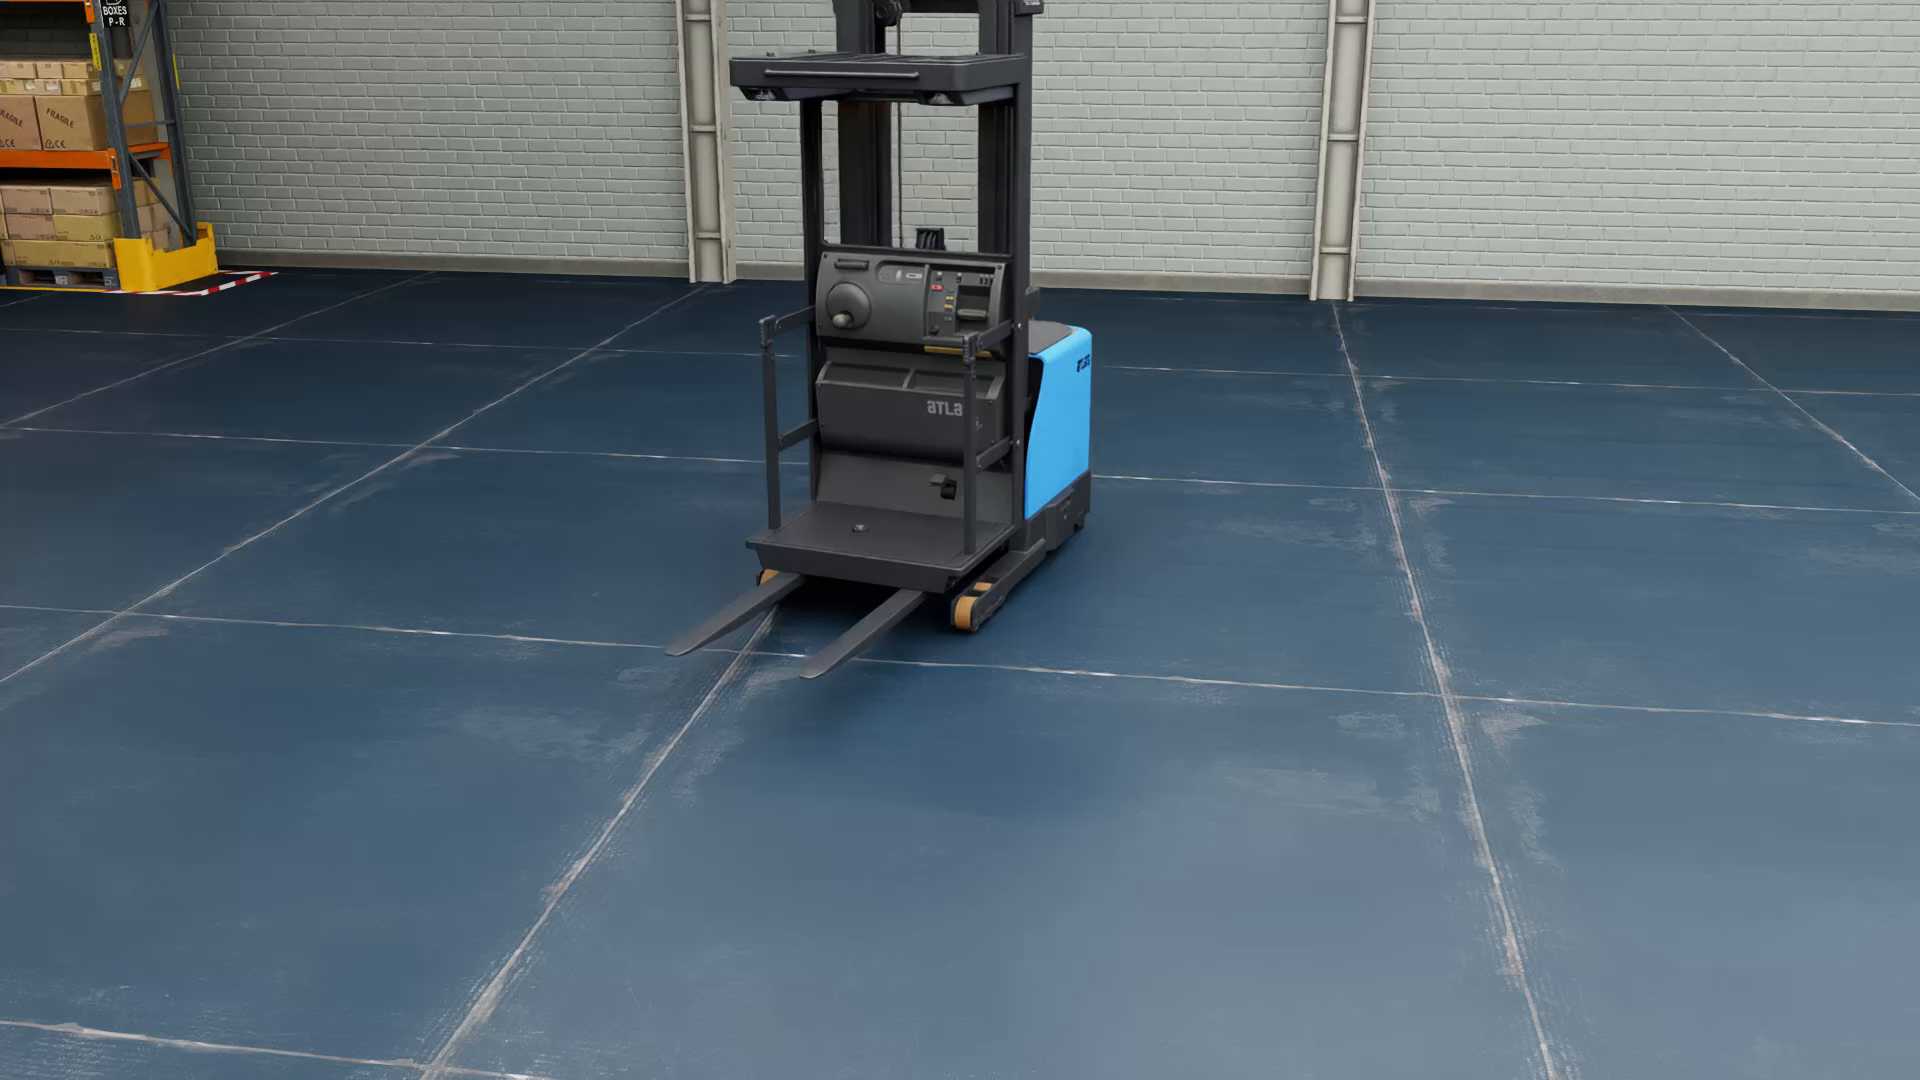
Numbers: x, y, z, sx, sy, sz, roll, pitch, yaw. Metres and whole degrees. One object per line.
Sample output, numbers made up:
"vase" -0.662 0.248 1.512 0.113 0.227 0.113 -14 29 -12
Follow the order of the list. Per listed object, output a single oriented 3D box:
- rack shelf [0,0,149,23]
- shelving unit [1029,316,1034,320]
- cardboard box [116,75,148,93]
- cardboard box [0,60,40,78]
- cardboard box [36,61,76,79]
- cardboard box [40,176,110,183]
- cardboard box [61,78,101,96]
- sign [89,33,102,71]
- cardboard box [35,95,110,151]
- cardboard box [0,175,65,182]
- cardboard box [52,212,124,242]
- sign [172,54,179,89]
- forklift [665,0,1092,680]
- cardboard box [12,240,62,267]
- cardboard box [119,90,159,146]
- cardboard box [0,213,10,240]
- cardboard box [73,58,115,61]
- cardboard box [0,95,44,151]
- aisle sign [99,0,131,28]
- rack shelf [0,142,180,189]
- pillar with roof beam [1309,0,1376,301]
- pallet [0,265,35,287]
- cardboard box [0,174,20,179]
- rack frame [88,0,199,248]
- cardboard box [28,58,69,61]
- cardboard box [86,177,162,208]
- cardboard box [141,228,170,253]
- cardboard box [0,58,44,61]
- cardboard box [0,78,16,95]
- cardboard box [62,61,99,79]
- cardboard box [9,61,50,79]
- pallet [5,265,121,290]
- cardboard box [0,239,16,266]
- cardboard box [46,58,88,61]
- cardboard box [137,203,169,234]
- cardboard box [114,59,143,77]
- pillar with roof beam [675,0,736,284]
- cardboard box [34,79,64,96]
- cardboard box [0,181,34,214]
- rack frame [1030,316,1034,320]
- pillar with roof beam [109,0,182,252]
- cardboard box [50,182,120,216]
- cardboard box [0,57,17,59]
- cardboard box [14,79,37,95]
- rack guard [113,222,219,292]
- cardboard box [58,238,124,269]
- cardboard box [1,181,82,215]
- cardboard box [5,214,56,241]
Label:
"rack shelf" -9.800 -5.165 15.918 4.000 0.370 1.077 3 19 9
"shelving unit" 0.132 -0.813 9.342 0.503 1.200 0.258 7 20 20
"cardboard box" -8.119 -4.436 16.154 0.250 0.149 0.380 2 19 7
"cardboard box" -8.958 -4.474 15.798 0.250 0.149 0.380 3 19 9
"cardboard box" -8.461 -4.433 15.677 0.250 0.149 0.380 3 19 9
"cardboard box" -8.764 -3.460 16.511 0.500 0.250 0.500 3 19 9
"cardboard box" -8.212 -4.267 15.650 0.250 0.149 0.380 3 19 9
"sign" -7.925 -4.475 15.251 0.005 0.325 0.100 3 19 9
"cardboard box" -8.353 -3.973 15.791 0.500 0.500 0.500 3 19 7
"cardboard box" -9.256 -3.488 16.596 0.500 0.250 0.500 3 19 8
"cardboard box" -8.356 -3.041 16.050 0.500 0.250 0.500 3 19 8
"sign" -7.731 -4.604 16.347 0.005 0.325 0.100 3 19 9
"forklift" -0.315 -1.123 7.541 1.130 2.935 3.031 7 20 21
"cardboard box" -8.829 -2.831 16.207 0.500 0.250 0.500 3 19 9
"cardboard box" -8.270 -4.142 16.297 0.500 0.500 0.500 4 19 10
"cardboard box" -9.362 -3.090 16.193 0.500 0.250 0.500 2 19 7
"cardboard box" -8.376 -4.596 16.162 0.250 0.149 0.380 4 19 11
"cardboard box" -8.864 -4.002 15.878 0.500 0.500 0.500 4 19 10
"aisle sign" -7.807 -5.120 15.281 0.004 0.787 0.394 3 19 9
"rack shelf" -9.800 -3.742 16.394 4.000 0.370 1.077 3 19 9
"pillar with roof beam" 2.795 -5.192 10.140 0.400 9.000 9.100 3 19 9
"pallet" -9.788 -2.748 16.683 1.213 0.211 1.003 3 19 9
"cardboard box" -9.761 -3.516 16.680 0.500 0.250 0.500 3 19 8
"rack frame" -7.825 -3.983 15.979 0.127 3.000 1.000 3 19 9
"cardboard box" -8.881 -4.612 16.212 0.250 0.149 0.380 3 19 9
"cardboard box" -8.270 -3.435 16.439 0.500 0.250 0.500 3 19 8
"cardboard box" -8.279 -2.964 16.605 0.500 0.250 0.500 3 19 9
"cardboard box" -9.145 -4.618 16.228 0.250 0.149 0.380 4 19 10
"cardboard box" -8.959 -4.319 15.805 0.250 0.149 0.380 3 19 8
"cardboard box" -8.212 -4.431 15.669 0.250 0.149 0.380 3 19 9
"cardboard box" -8.724 -4.438 15.691 0.250 0.149 0.380 3 19 10
"pallet" -8.587 -2.686 16.497 1.213 0.211 1.003 3 19 9
"cardboard box" -9.321 -2.859 16.291 0.500 0.250 0.500 3 19 9
"cardboard box" -8.639 -4.595 16.161 0.250 0.149 0.380 3 19 10
"cardboard box" -8.257 -3.204 16.534 0.500 0.250 0.500 3 19 10
"cardboard box" -8.123 -4.563 16.063 0.250 0.149 0.380 3 19 8
"pillar with roof beam" -3.129 -5.494 11.042 0.400 9.000 9.100 3 19 9
"cardboard box" -8.469 -4.271 15.660 0.250 0.149 0.380 3 19 10
"cardboard box" -9.334 -3.324 16.105 0.500 0.250 0.500 3 19 9
"rack frame" 0.359 -0.784 9.257 0.015 1.200 0.240 7 20 20
"pillar with roof beam" -9.053 -5.796 11.945 0.400 9.000 9.100 3 19 9
"cardboard box" -8.330 -3.277 15.967 0.500 0.250 0.500 4 19 10
"cardboard box" -9.389 -4.662 16.360 0.250 0.149 0.380 2 19 7
"cardboard box" -8.716 -4.303 15.757 0.250 0.149 0.380 3 19 10
"rack guard" -7.802 -2.796 16.372 0.348 0.500 1.175 3 19 9
"cardboard box" -8.339 -2.803 16.123 0.500 0.250 0.500 3 19 9
"cardboard box" -8.835 -3.301 16.038 0.500 0.250 0.500 3 19 10
"cardboard box" -8.849 -3.070 16.135 0.500 0.250 0.500 3 19 8
